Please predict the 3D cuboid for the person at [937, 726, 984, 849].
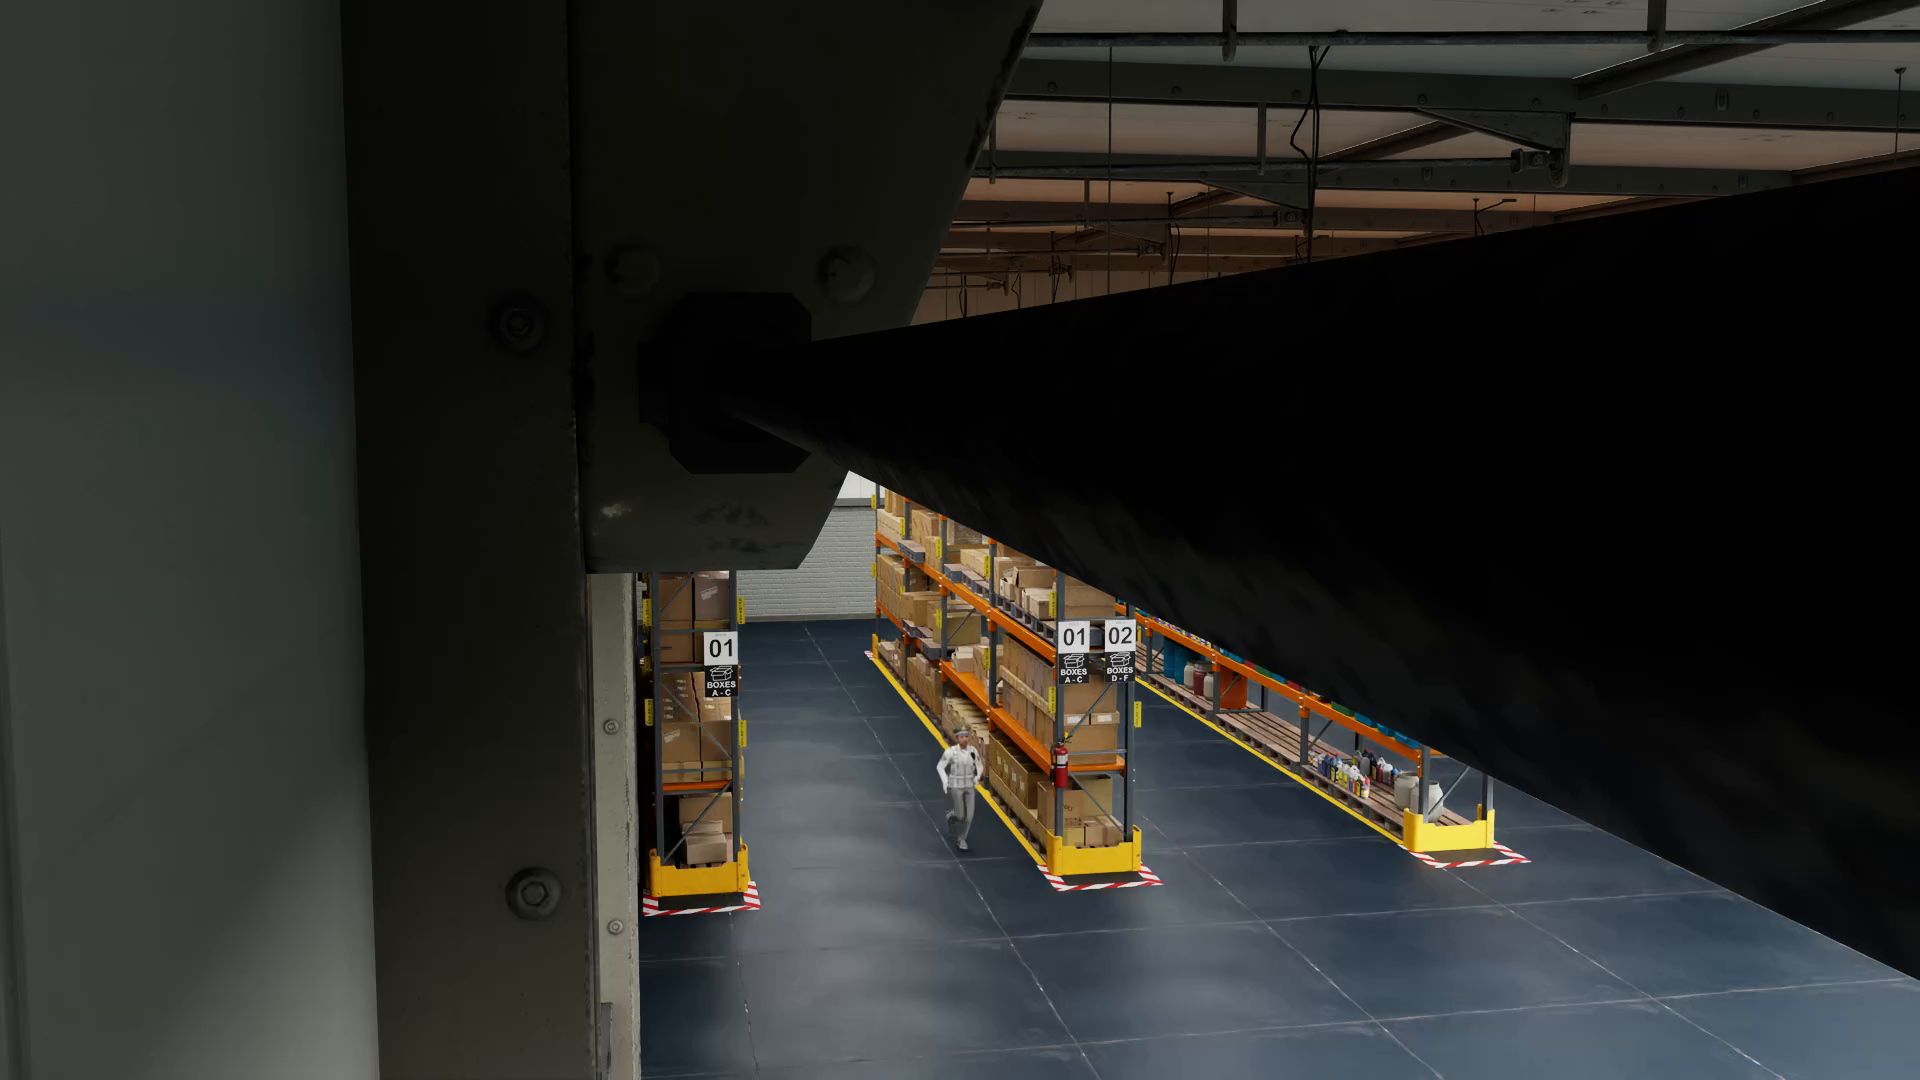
[{"bbox_3d":[0.029,3.264,22.010,0.618,1.646,0.550,-2,6,-16],"label":"person"}]
